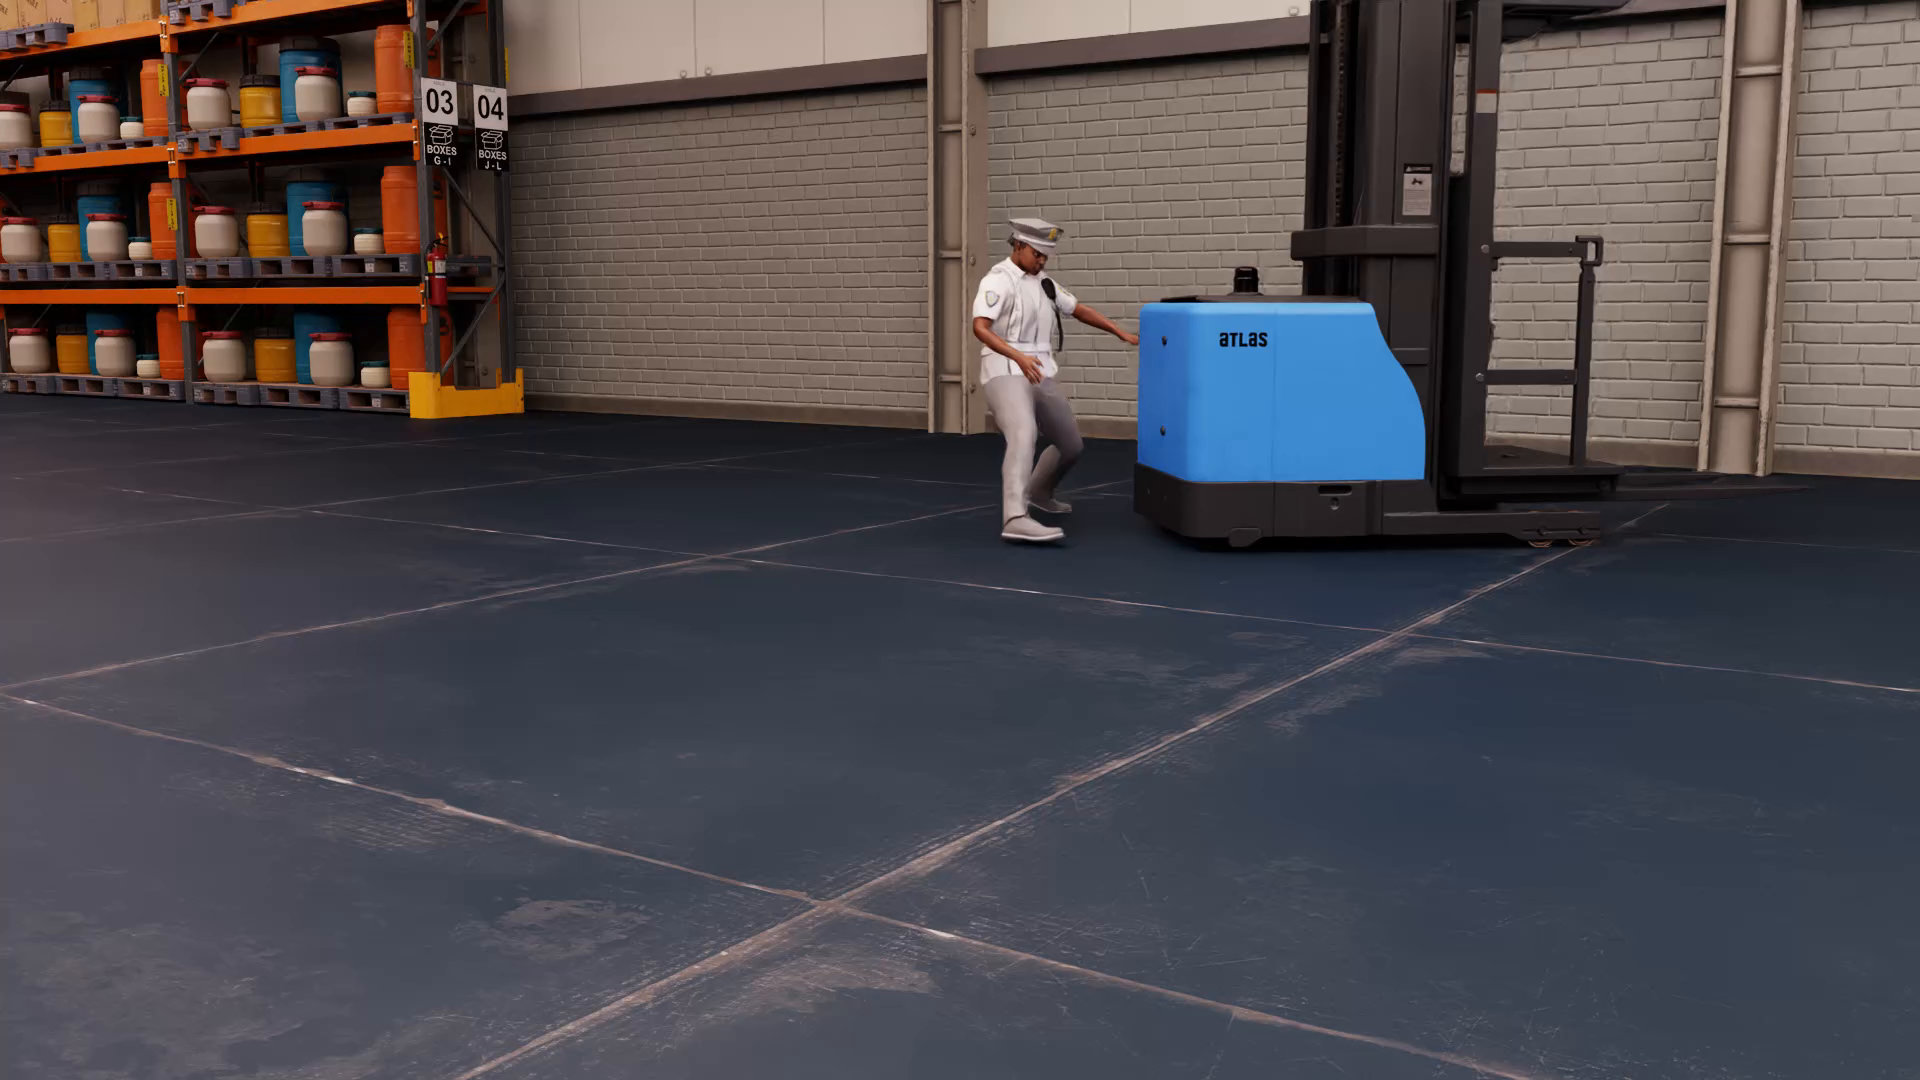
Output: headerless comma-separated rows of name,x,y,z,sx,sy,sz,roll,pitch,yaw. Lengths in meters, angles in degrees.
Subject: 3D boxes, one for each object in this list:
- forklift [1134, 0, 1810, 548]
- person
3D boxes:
forklift,2.403,-1.488,7.660,3.031,2.935,1.130,-1,8,-8
person,0.414,-0.777,7.933,0.946,1.491,1.098,8,11,44
